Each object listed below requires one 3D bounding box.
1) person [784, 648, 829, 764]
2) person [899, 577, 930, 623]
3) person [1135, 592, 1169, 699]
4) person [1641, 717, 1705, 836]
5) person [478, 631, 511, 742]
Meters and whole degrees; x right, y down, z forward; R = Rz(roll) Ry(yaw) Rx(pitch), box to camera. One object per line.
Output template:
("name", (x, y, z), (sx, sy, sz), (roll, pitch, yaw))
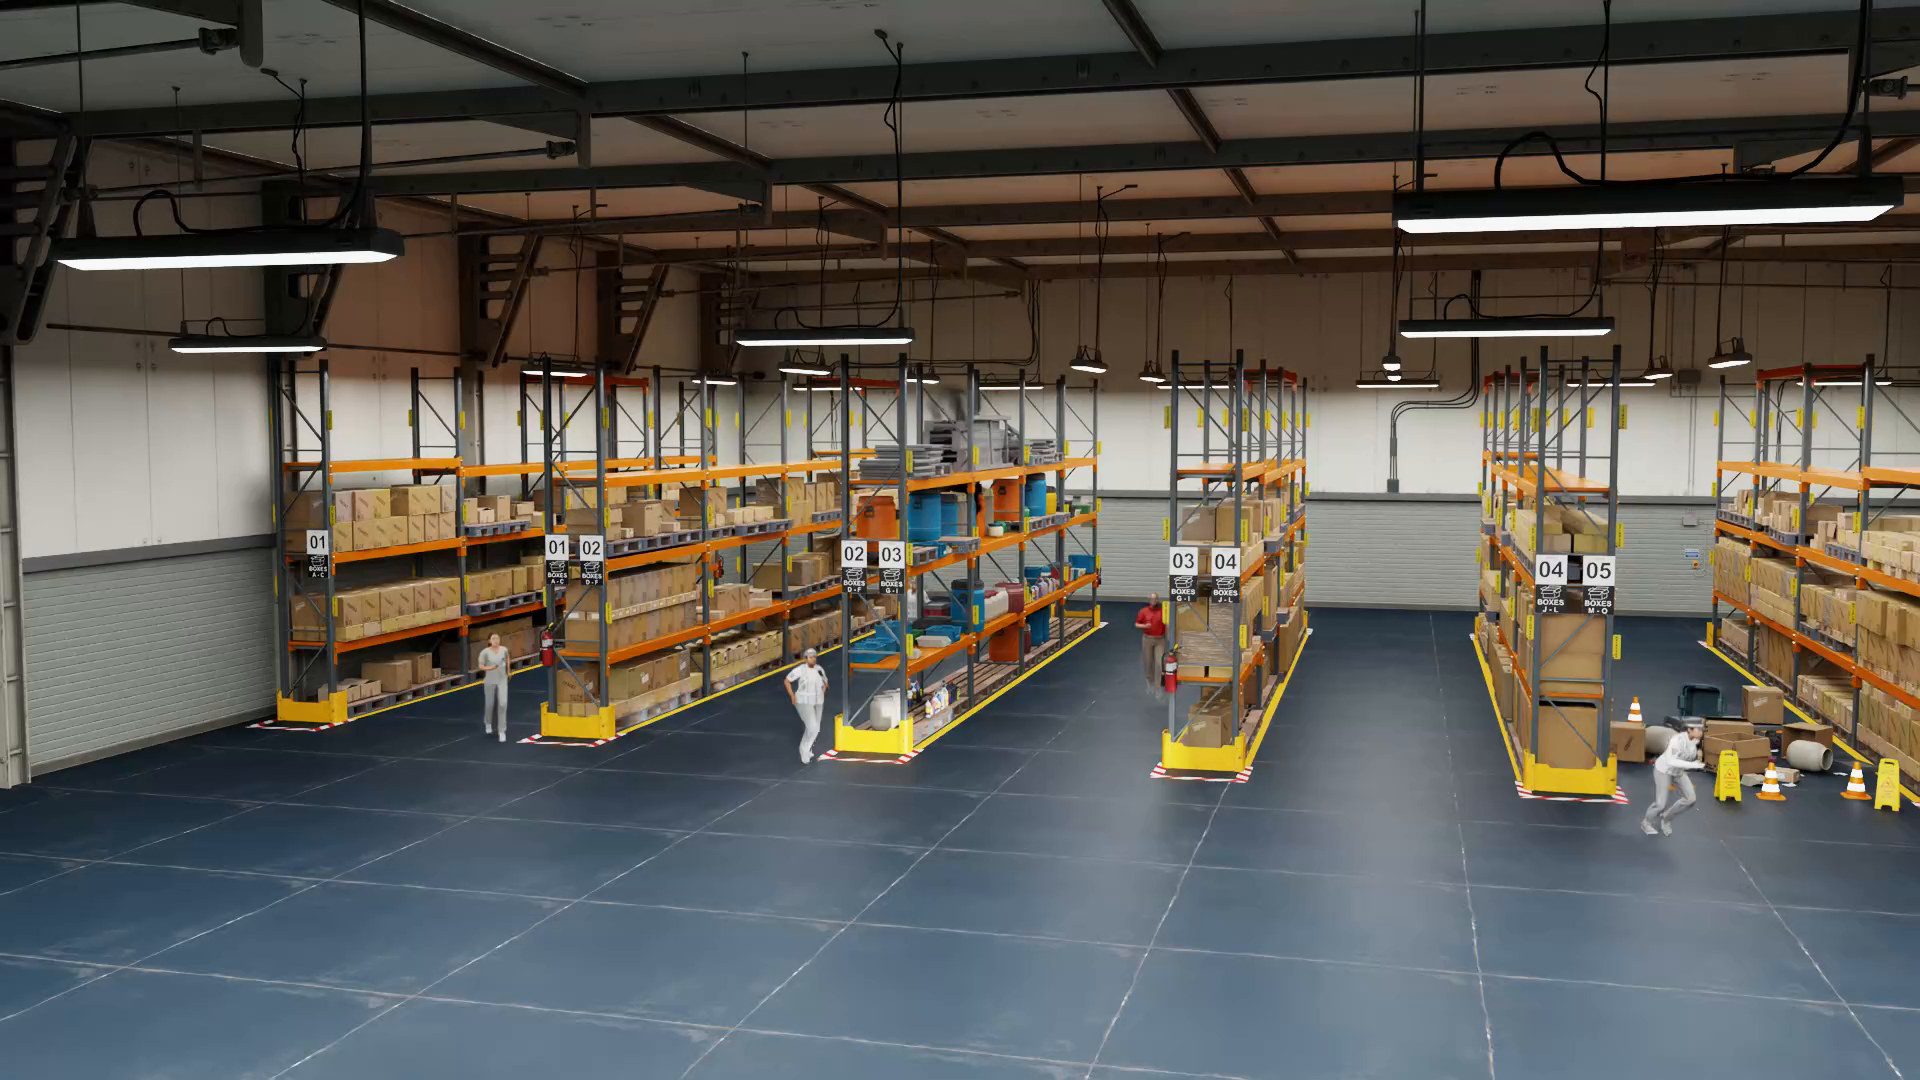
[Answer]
("person", (-2.189, 2.430, 24.343), (0.581, 1.685, 0.688), (-3, 5, -38))
("person", (-0.898, 1.546, 32.763), (0.643, 1.662, 0.658), (1, 4, 9))
("person", (3.321, 1.785, 28.493), (0.655, 1.774, 0.854), (0, 4, 5))
("person", (8.553, 2.812, 19.829), (0.645, 1.506, 0.888), (-2, 5, -29))
("person", (-7.317, 2.266, 26.146), (0.543, 1.697, 0.909), (-2, 5, -27))
